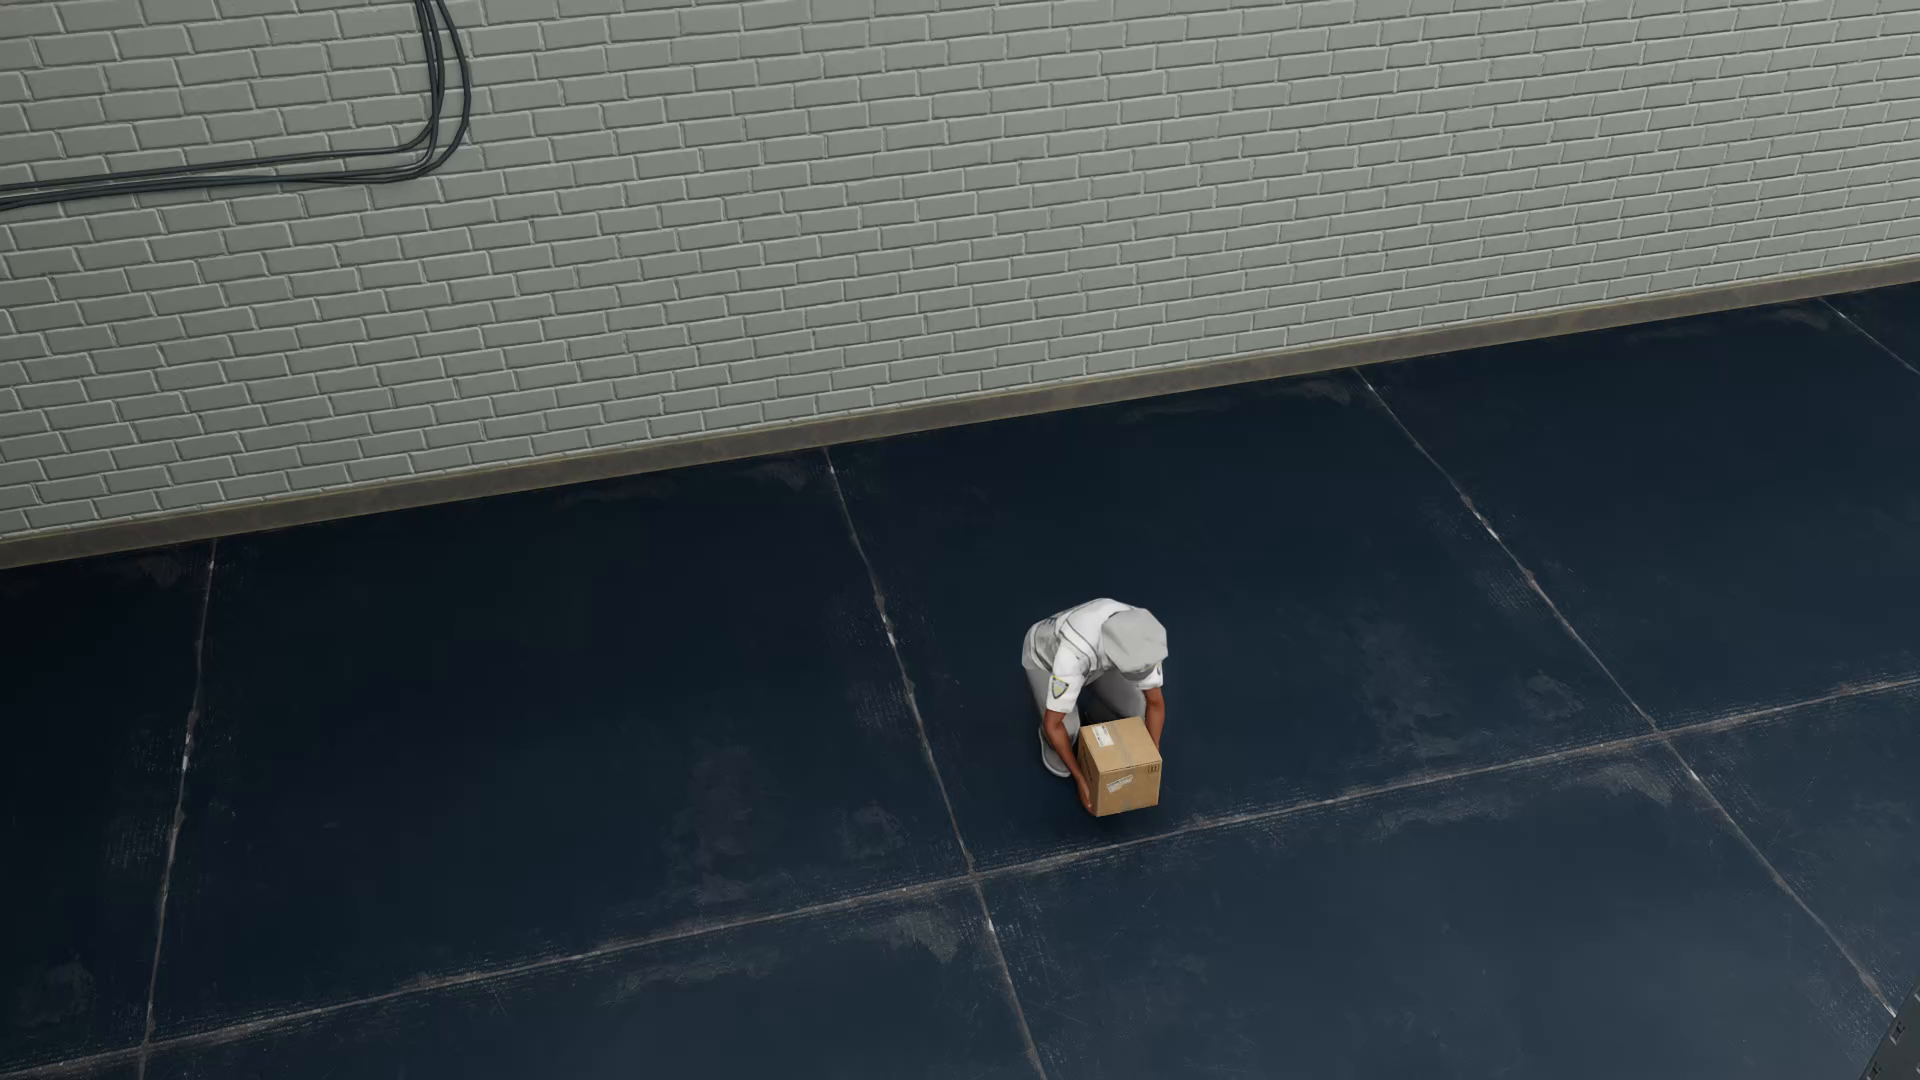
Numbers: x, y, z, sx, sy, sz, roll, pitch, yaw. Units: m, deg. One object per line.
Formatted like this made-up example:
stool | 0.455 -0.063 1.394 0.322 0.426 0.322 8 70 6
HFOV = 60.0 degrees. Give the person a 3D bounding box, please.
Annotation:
person | 0.525 0.558 6.592 0.502 0.957 0.834 -10 39 -12
